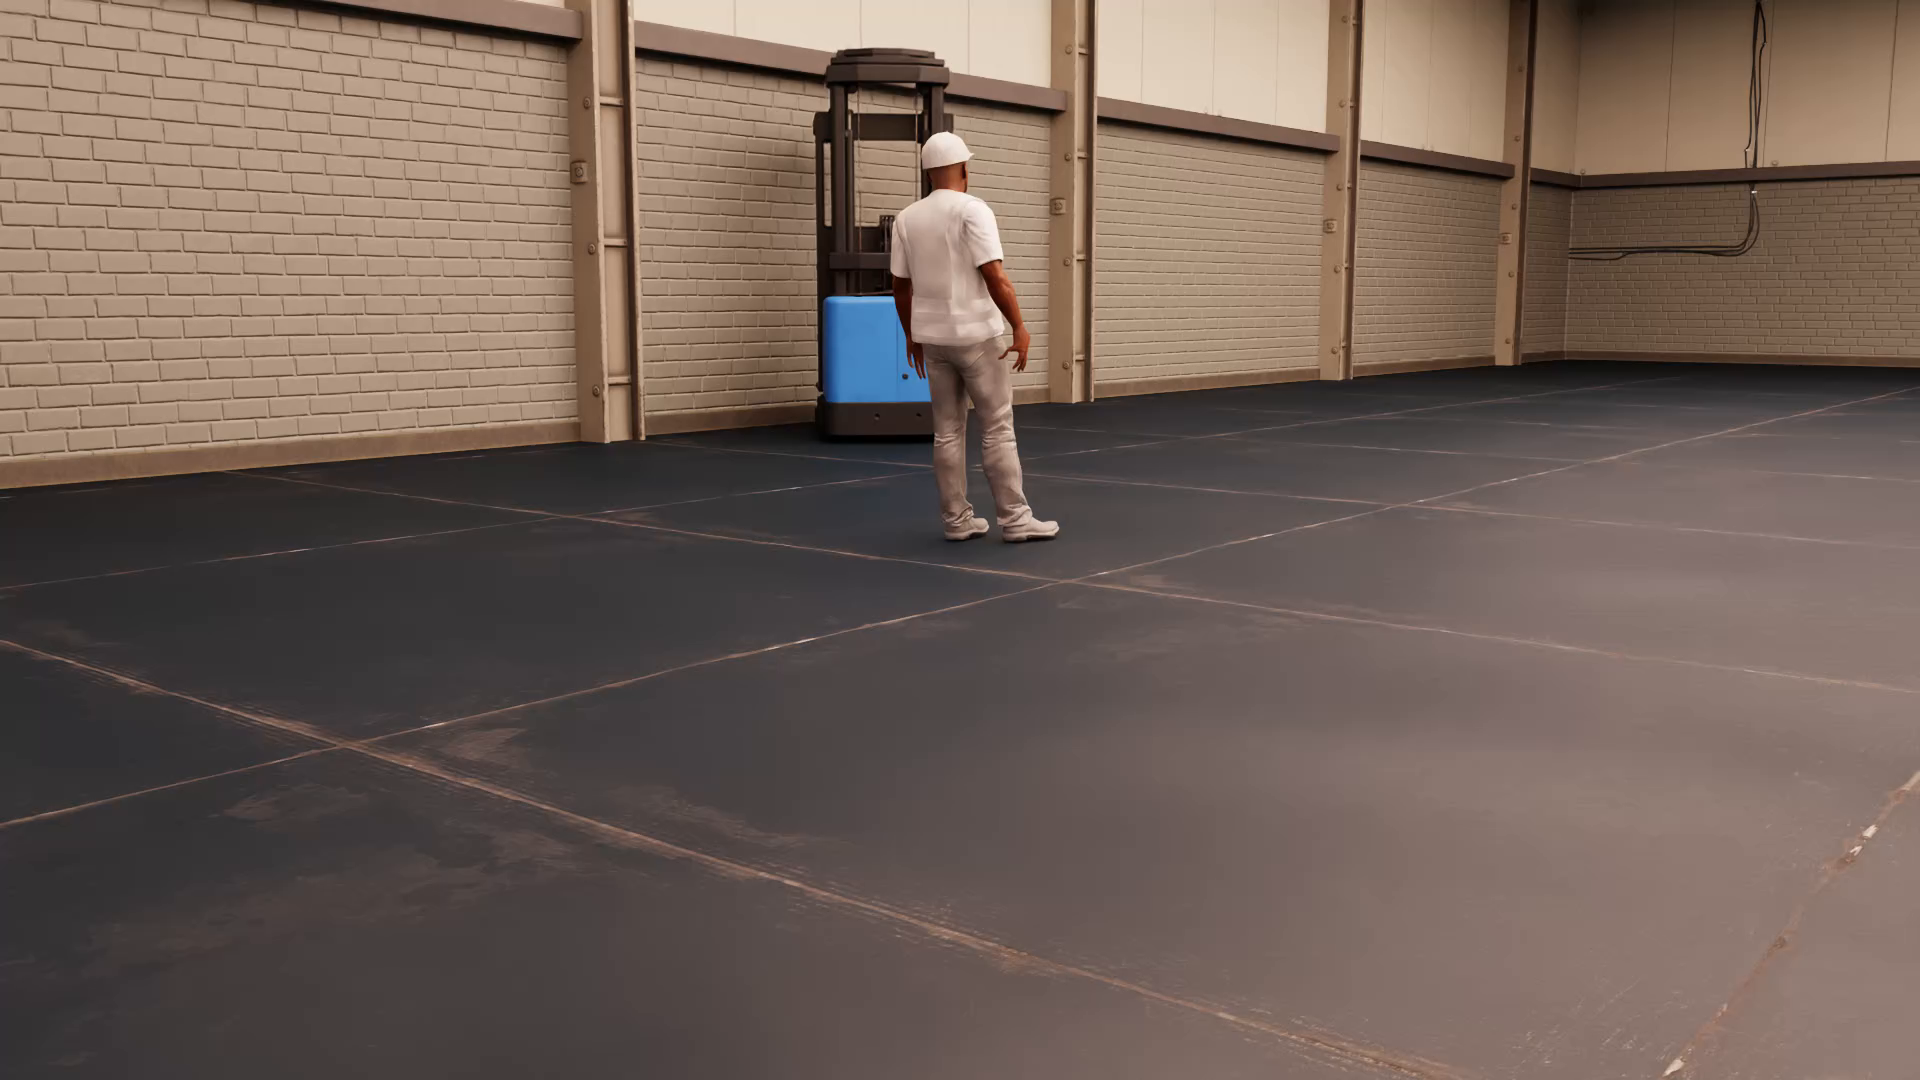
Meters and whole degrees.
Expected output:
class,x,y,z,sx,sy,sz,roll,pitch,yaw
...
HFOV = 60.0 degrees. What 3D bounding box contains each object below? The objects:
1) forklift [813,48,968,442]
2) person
class,x,y,z,sx,sy,sz,roll,pitch,yaw
forklift,-0.619,-2.362,13.425,1.130,2.935,3.031,-1,8,-6
person,0.049,-0.888,7.327,0.665,1.768,0.575,7,11,38
